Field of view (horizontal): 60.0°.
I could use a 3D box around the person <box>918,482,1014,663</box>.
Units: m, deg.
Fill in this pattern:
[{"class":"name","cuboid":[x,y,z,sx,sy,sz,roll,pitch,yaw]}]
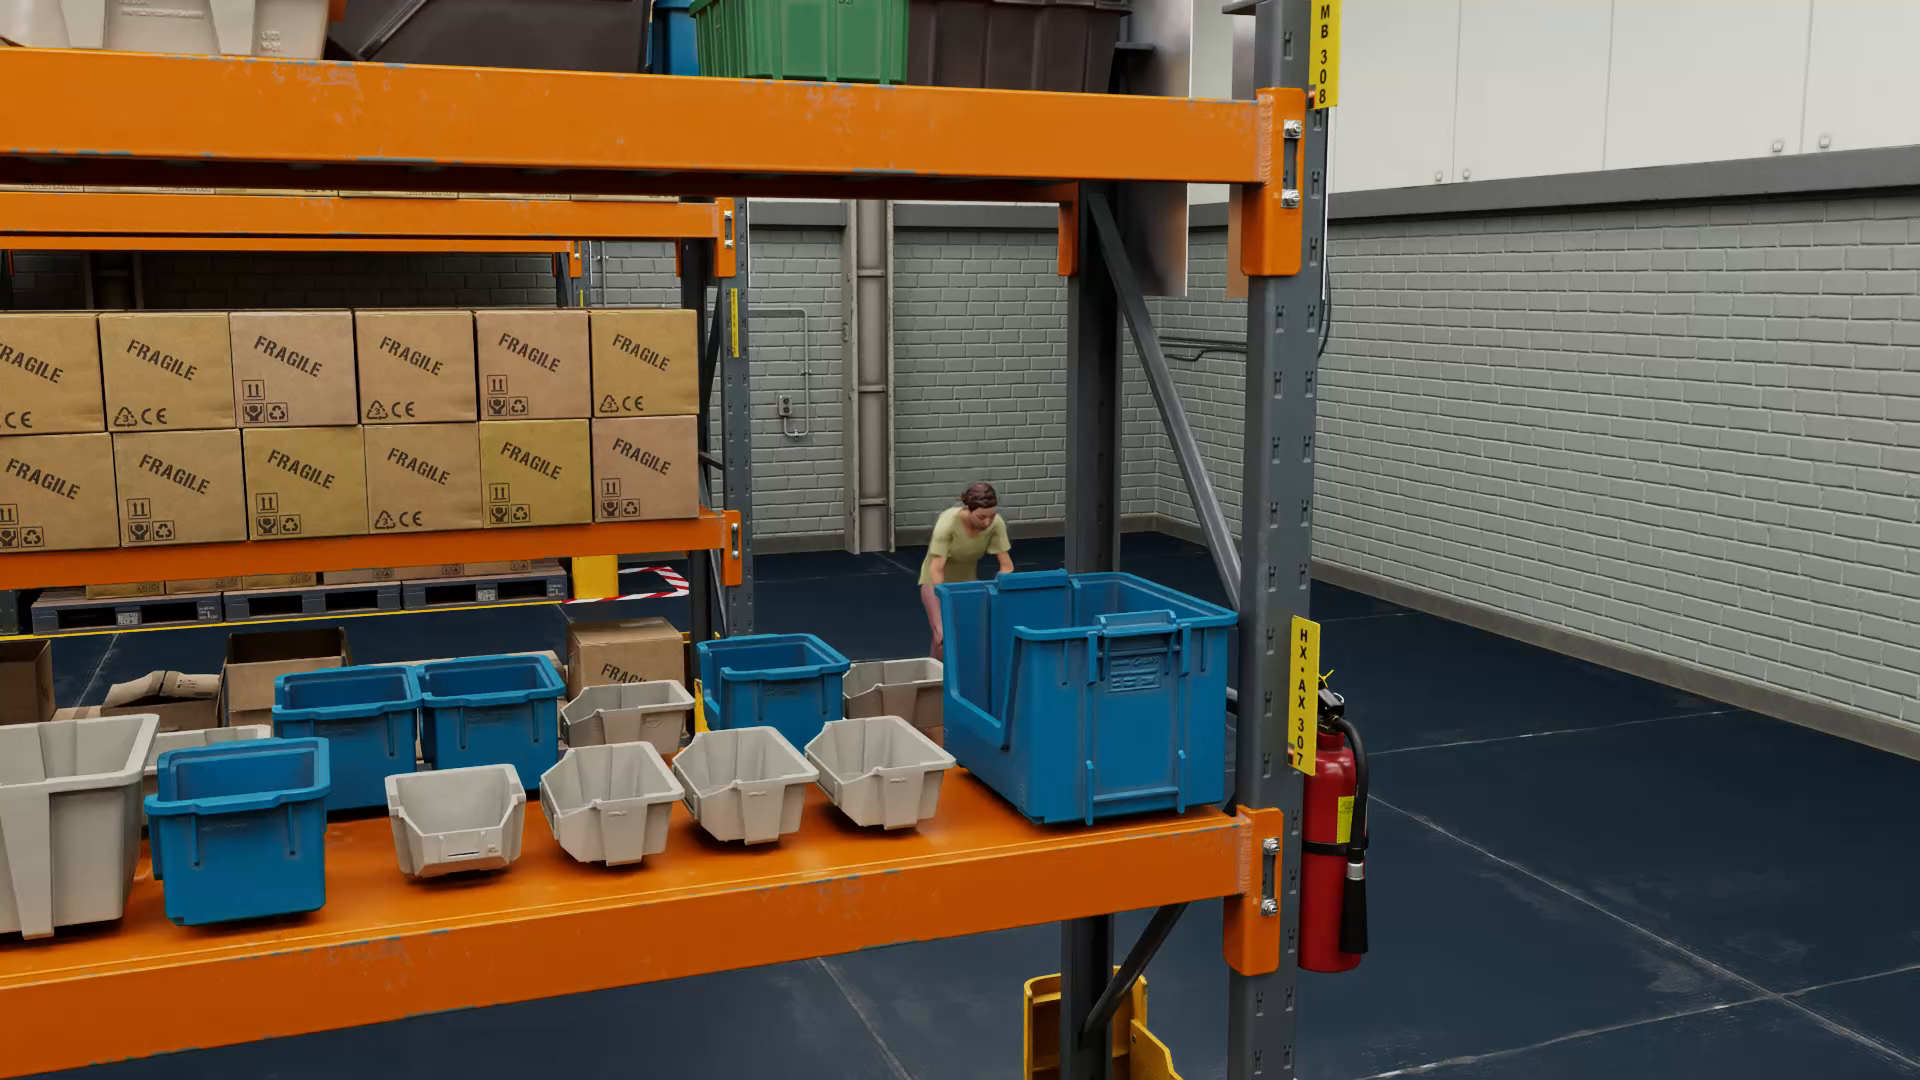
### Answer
[{"class":"person","cuboid":[0.039,0.306,9.535,0.511,1.335,0.665,-3,10,-21]}]
